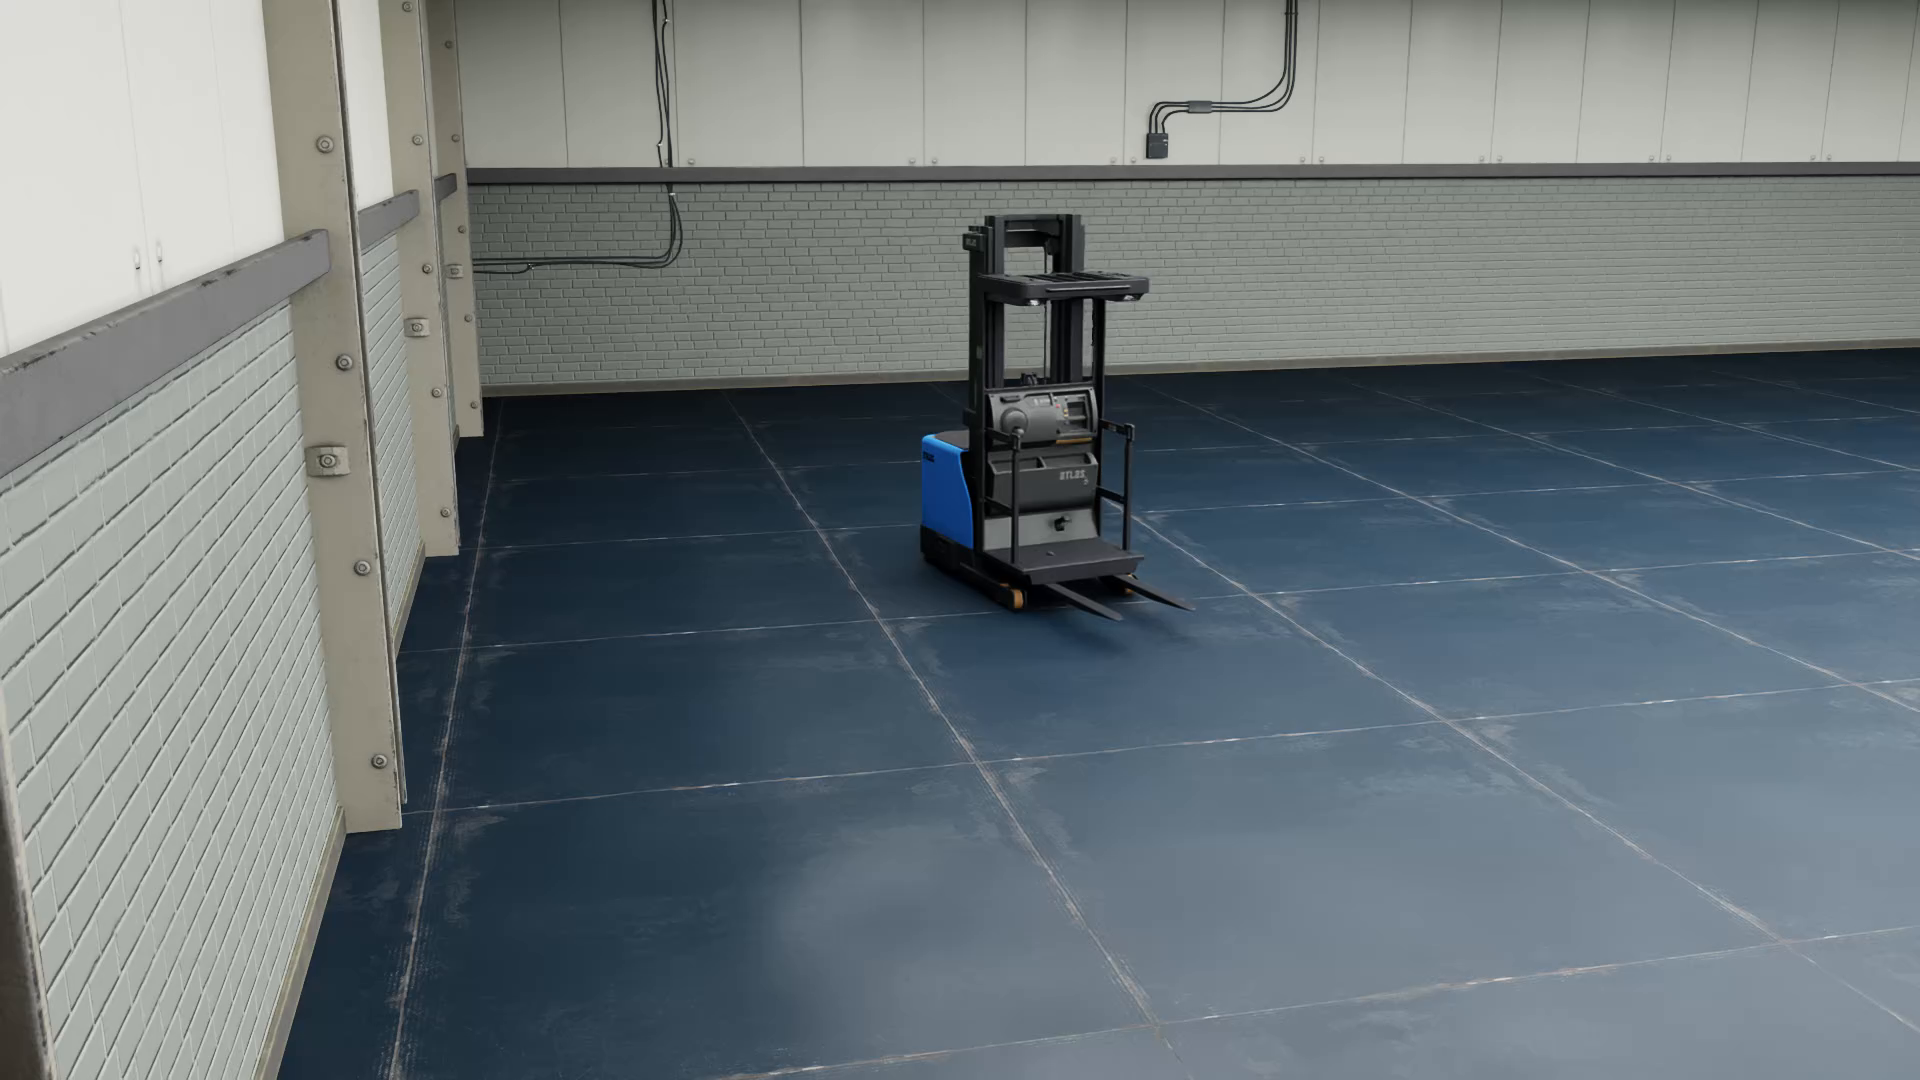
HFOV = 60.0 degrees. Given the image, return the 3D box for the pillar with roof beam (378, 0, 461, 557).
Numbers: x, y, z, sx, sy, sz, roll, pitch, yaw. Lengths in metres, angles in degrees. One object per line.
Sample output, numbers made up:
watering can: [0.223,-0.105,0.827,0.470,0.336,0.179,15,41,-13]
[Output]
pillar with roof beam: [-0.356,-4.519,14.463,9.100,9.000,0.400,-3,14,-13]

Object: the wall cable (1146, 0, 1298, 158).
wall cable: [3.875,-8.594,23.977,2.305,6.003,0.169,-3,14,-13]

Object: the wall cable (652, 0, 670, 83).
wall cable: [-2.727,-7.512,22.616,3.097,2.526,0.112,-3,14,-13]

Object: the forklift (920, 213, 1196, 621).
forklift: [0.749,-1.003,12.859,1.130,2.935,3.031,-6,15,-25]

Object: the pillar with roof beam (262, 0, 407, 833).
pillar with roof beam: [1.053,-3.135,8.798,9.100,9.000,0.400,-3,14,-13]

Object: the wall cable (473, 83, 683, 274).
wall cable: [-5.356,-4.908,22.598,3.097,2.526,0.112,-3,14,-13]

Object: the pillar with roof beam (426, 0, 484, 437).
pillar with roof beam: [-1.765,-5.903,20.129,9.100,9.000,0.400,-3,14,-13]
